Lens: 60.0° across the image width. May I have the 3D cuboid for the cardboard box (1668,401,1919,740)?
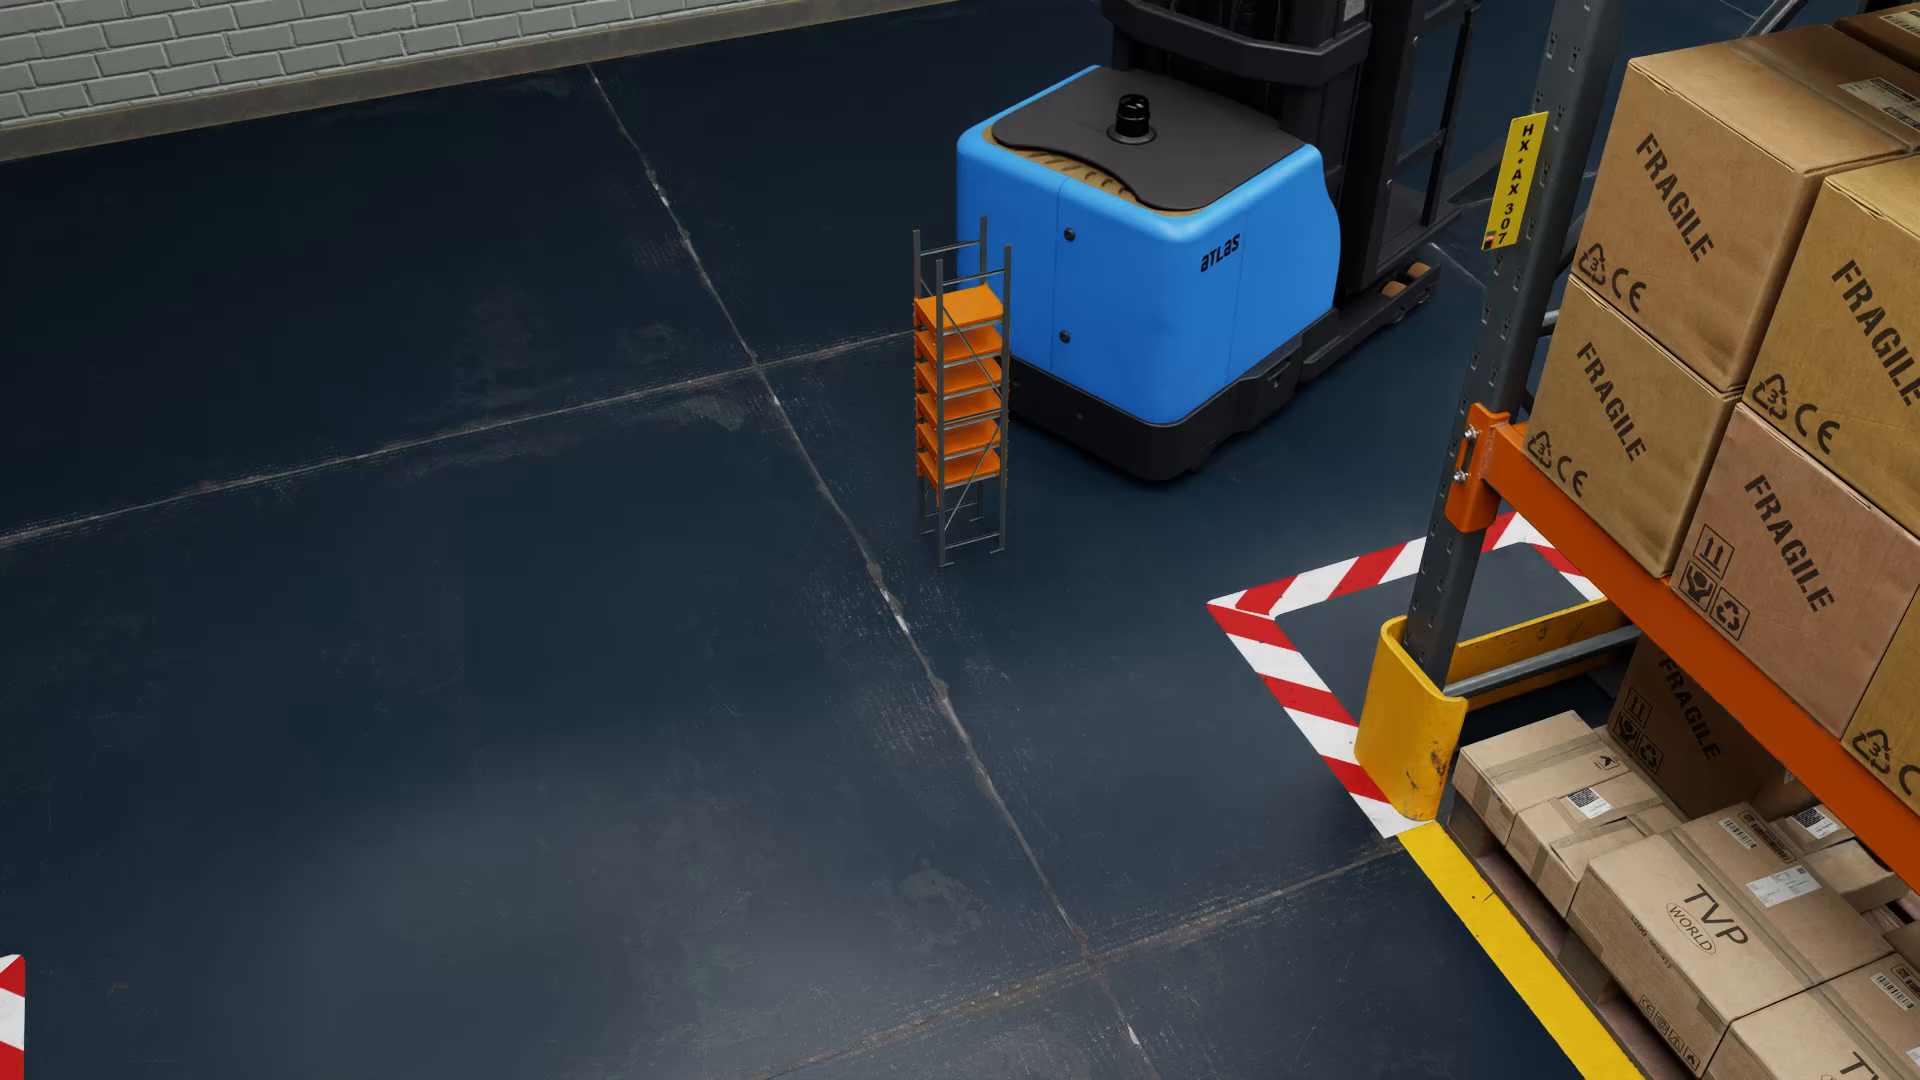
[{"bbox_3d":[1.870,0.000,3.373,0.500,0.500,0.500,-16,43,-17],"label":"cardboard box"}]

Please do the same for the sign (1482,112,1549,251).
[{"bbox_3d":[1.240,-0.798,3.713,0.100,0.325,0.005,-15,43,-17],"label":"sign"}]

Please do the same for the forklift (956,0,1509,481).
[{"bbox_3d":[1.333,-2.197,6.057,1.130,2.935,3.031,31,49,31],"label":"forklift"}]

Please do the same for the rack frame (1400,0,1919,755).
[{"bbox_3d":[1.742,-0.605,4.153,1.000,3.000,0.127,-15,43,-17],"label":"rack frame"}]

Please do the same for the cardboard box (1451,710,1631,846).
[{"bbox_3d":[1.584,0.647,4.546,0.380,0.149,0.250,-15,43,-17],"label":"cardboard box"}]

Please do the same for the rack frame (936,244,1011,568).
[{"bbox_3d":[0.041,-0.391,5.285,0.240,1.200,0.006,-15,43,-17],"label":"rack frame"}]

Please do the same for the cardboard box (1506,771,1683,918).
[{"bbox_3d":[1.680,0.791,4.365,0.380,0.166,0.250,-15,43,-17],"label":"cardboard box"}]

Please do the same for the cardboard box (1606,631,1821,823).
[{"bbox_3d":[2.177,0.442,4.515,0.500,0.500,0.500,-15,43,-17],"label":"cardboard box"}]

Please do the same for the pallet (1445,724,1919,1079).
[{"bbox_3d":[2.077,0.978,4.451,1.003,0.211,1.213,-15,43,-17],"label":"pallet"}]

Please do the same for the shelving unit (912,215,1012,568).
[{"bbox_3d":[0.006,-0.446,5.349,0.258,1.200,0.189,-15,43,-17],"label":"shelving unit"}]

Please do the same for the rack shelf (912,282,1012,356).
[{"bbox_3d":[0.006,-0.685,5.143,0.258,0.103,0.180,-15,43,-17],"label":"rack shelf"}]

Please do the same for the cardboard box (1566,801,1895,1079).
[{"bbox_3d":[1.879,0.970,4.093,0.500,0.250,0.500,-15,43,-17],"label":"cardboard box"}]

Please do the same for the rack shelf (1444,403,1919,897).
[{"bbox_3d":[2.507,0.873,2.987,1.077,0.370,4.000,-15,43,-17],"label":"rack shelf"}]

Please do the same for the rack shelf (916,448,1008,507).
[{"bbox_3d":[0.006,-0.231,5.534,0.258,0.103,0.180,-15,43,-17],"label":"rack shelf"}]

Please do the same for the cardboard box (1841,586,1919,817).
[{"bbox_3d":[2.059,0.303,3.021,0.500,0.500,0.500,-15,43,-17],"label":"cardboard box"}]

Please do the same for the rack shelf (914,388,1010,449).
[{"bbox_3d":[0.006,-0.413,5.378,0.258,0.103,0.180,-15,43,-17],"label":"rack shelf"}]

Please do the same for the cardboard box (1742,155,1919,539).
[{"bbox_3d":[1.875,-0.376,3.043,0.500,0.500,0.500,-15,43,-16],"label":"cardboard box"}]

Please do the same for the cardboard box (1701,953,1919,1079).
[{"bbox_3d":[2.070,1.271,3.742,0.500,0.250,0.500,-15,43,-17],"label":"cardboard box"}]

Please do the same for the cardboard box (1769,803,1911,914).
[{"bbox_3d":[2.249,0.835,4.314,0.380,0.166,0.250,-15,43,-17],"label":"cardboard box"}]

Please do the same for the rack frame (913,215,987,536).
[{"bbox_3d":[-0.029,-0.501,5.413,0.240,1.200,0.006,-15,43,-17],"label":"rack frame"}]

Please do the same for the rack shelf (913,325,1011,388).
[{"bbox_3d":[0.006,-0.594,5.221,0.258,0.103,0.180,-15,43,-17],"label":"rack shelf"}]

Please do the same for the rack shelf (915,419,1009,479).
[{"bbox_3d":[0.006,-0.322,5.456,0.258,0.103,0.180,-15,43,-17],"label":"rack shelf"}]

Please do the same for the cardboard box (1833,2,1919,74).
[{"bbox_3d":[2.166,-0.823,3.562,0.500,0.500,0.500,-15,43,-17],"label":"cardboard box"}]

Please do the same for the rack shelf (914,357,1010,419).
[{"bbox_3d":[0.006,-0.504,5.299,0.258,0.103,0.180,-15,43,-17],"label":"rack shelf"}]

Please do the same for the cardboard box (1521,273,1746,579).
[{"bbox_3d":[1.668,-0.310,3.733,0.500,0.500,0.500,-14,43,-16],"label":"cardboard box"}]

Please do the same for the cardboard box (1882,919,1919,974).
[{"bbox_3d":[2.513,1.117,3.922,0.500,0.250,0.500,-15,43,-17],"label":"cardboard box"}]

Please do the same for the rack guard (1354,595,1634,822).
[{"bbox_3d":[1.771,0.388,4.915,1.175,0.500,0.348,-15,43,-17],"label":"rack guard"}]

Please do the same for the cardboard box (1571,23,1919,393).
[{"bbox_3d":[1.668,-0.689,3.407,0.500,0.500,0.500,-14,43,-16],"label":"cardboard box"}]
